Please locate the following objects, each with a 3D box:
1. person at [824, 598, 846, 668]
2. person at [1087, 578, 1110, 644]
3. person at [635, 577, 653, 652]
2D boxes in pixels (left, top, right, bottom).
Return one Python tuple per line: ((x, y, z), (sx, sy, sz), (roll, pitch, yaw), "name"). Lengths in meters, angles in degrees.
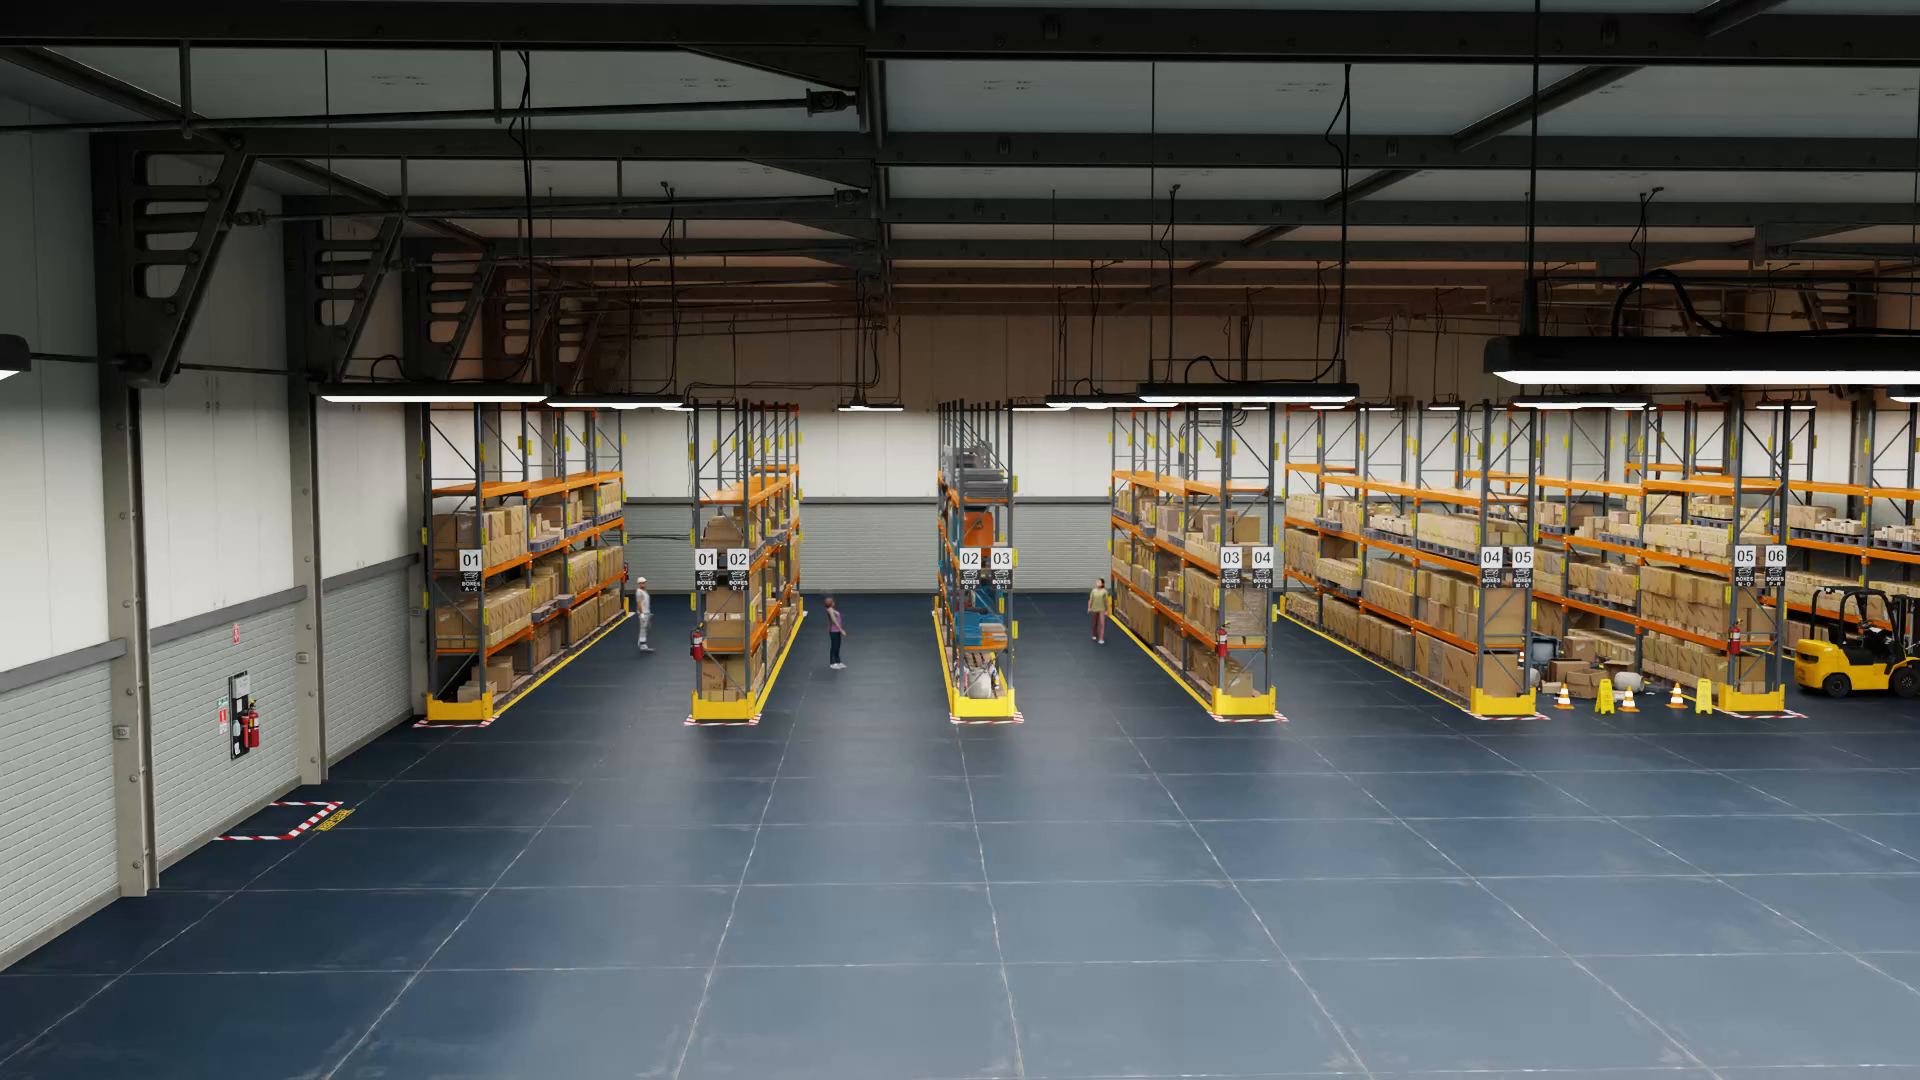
((-2.754, 2.077, 37.206), (0.537, 1.598, 0.493), (1, 5, 17), "person")
((3.456, 1.764, 41.460), (0.567, 1.623, 1.014), (0, 4, 3), "person")
((-7.592, 1.789, 39.980), (0.408, 1.798, 0.581), (-1, 4, -10), "person")
